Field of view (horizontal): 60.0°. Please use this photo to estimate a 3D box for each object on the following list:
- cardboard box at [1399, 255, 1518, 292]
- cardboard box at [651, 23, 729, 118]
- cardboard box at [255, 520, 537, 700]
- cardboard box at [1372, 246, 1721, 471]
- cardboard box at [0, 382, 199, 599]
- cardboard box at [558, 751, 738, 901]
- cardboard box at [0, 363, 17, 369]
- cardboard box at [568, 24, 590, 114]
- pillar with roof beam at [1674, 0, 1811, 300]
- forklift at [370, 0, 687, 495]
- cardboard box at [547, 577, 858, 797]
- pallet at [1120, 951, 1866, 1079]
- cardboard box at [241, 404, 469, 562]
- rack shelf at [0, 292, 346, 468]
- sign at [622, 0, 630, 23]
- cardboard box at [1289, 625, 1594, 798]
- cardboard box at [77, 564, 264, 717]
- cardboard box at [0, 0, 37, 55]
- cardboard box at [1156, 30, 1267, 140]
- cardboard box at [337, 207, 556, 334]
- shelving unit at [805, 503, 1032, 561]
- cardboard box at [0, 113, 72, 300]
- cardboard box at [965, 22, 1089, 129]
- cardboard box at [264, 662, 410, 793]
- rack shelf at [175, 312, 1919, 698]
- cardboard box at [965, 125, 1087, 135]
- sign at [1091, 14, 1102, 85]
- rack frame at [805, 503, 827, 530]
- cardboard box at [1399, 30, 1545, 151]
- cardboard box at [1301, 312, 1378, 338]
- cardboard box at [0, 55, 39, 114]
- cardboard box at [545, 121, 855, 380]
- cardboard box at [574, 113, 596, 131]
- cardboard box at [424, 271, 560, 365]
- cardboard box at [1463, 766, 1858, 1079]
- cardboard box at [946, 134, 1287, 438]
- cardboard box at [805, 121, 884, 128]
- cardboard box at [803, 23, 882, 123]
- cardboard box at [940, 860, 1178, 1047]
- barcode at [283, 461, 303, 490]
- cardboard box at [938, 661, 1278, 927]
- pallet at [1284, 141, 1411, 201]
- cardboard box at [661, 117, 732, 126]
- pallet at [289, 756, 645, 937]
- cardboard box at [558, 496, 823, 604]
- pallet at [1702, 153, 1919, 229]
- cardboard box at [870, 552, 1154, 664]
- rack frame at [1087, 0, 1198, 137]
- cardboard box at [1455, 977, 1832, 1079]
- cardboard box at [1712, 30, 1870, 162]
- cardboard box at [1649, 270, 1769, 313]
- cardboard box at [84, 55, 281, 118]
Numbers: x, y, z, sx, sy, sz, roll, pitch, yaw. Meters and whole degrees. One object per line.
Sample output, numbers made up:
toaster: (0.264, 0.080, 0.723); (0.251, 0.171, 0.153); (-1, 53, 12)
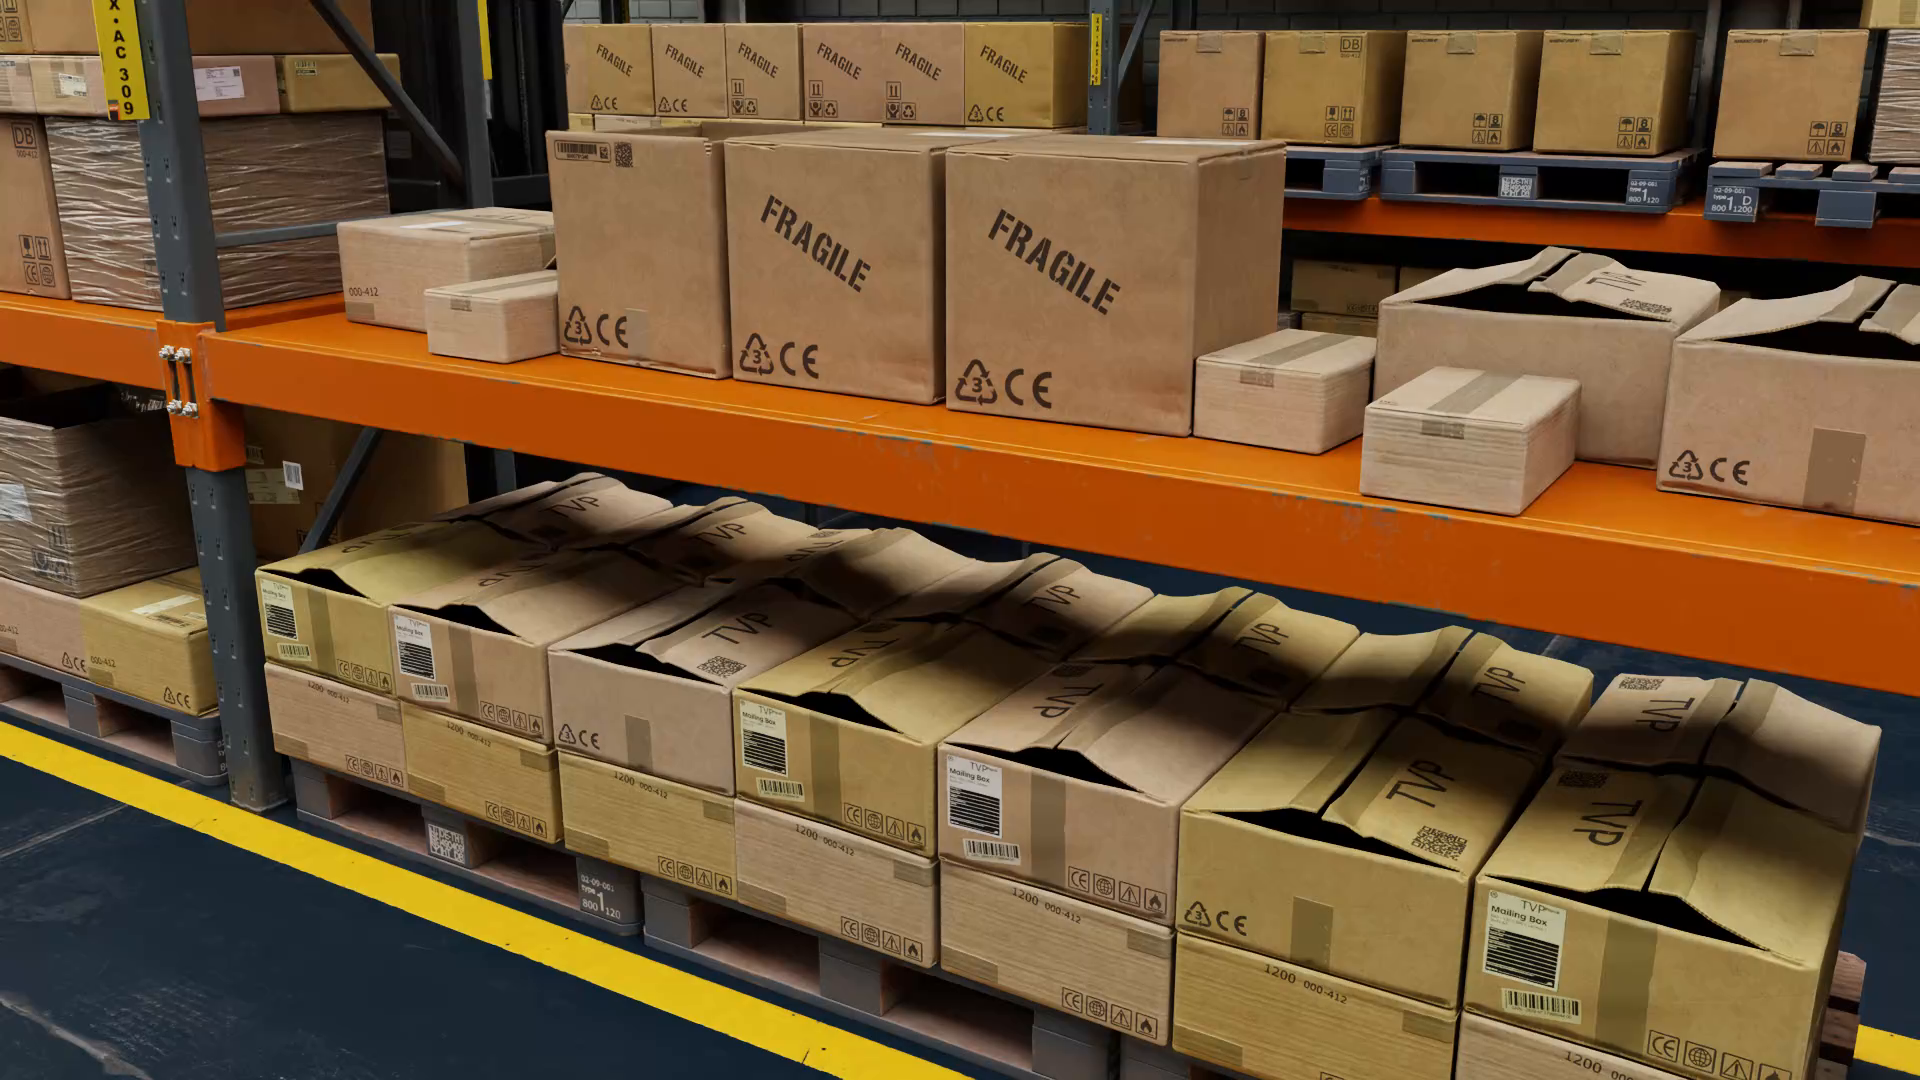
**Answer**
cardboard box: (2.386, -1.178, 7.851); (0.500, 0.250, 0.500); (9, 19, 28)
cardboard box: (-1.378, -2.657, 9.400); (0.500, 0.500, 0.500); (9, 19, 28)
cardboard box: (-1.439, 0.142, 4.297); (0.500, 0.311, 0.500); (10, 20, 30)
cardboard box: (1.086, -0.362, 3.065); (0.500, 0.311, 0.500); (10, 19, 29)
cardboard box: (-2.591, -0.168, 4.993); (0.500, 0.500, 0.500); (10, 20, 30)
cardboard box: (-0.570, 0.565, 3.870); (0.500, 0.250, 0.500); (9, 19, 28)
cardboard box: (-3.452, -0.316, 5.479); (0.500, 0.500, 0.500); (10, 20, 30)
cardboard box: (-2.231, -2.814, 9.919); (0.500, 0.500, 0.500); (10, 20, 30)
pillar with roof beam: (1.428, -3.664, 3.462); (0.400, 9.000, 9.100); (10, 20, 30)
forklift: (-2.593, -1.783, 7.709); (3.031, 2.935, 1.130); (9, 19, 28)
cardboard box: (-0.574, 0.298, 3.784); (0.500, 0.311, 0.500); (9, 19, 28)
pallet: (1.066, 0.979, 3.296); (1.213, 0.211, 1.003); (10, 20, 30)
cardboard box: (-1.893, -0.221, 5.167); (0.500, 0.500, 0.500); (10, 20, 30)
rack shelf: (-3.366, -0.789, 5.556); (4.000, 0.370, 1.077); (10, 20, 30)
sign: (-2.173, -3.505, 10.722); (0.005, 0.325, 0.100); (10, 20, 30)
cardboard box: (1.003, 0.396, 3.462); (0.500, 0.311, 0.500); (10, 19, 29)
cardboard box: (-2.171, 0.269, 4.842); (0.500, 0.250, 0.500); (10, 20, 30)
cardboard box: (-2.474, -1.640, 4.716); (0.500, 0.500, 0.700); (10, 20, 30)
cardboard box: (1.344, -2.229, 8.129); (0.500, 0.500, 0.700); (10, 20, 30)
cardboard box: (-1.219, -0.693, 4.260); (0.500, 0.250, 0.500); (12, 20, 33)
shelving unit: (-0.073, -0.731, 6.706); (1.048, 1.500, 0.538); (10, 20, 30)
cardboard box: (-2.496, -1.021, 4.911); (0.500, 0.500, 0.700); (10, 20, 29)
cardboard box: (0.363, -2.348, 8.385); (0.500, 0.500, 0.500); (10, 20, 30)
cardboard box: (-1.447, 0.408, 4.384); (0.500, 0.250, 0.500); (10, 19, 29)
rack shelf: (0.043, -0.181, 3.553); (4.000, 0.370, 1.077); (10, 20, 30)
cardboard box: (0.366, -1.991, 8.499); (0.500, 0.250, 0.500); (10, 20, 30)
sign: (0.651, -2.335, 7.918); (0.005, 0.325, 0.100); (10, 20, 30)
rack frame: (-0.506, -0.808, 6.960); (0.032, 1.500, 0.500); (10, 20, 30)
cardboard box: (2.394, -2.050, 7.539); (0.500, 0.500, 0.700); (13, 21, 38)
cardboard box: (2.031, -0.897, 8.217); (0.500, 0.500, 0.700); (10, 19, 29)
cardboard box: (-2.439, -1.253, 4.557); (0.250, 0.149, 0.380); (9, 19, 28)
cardboard box: (-0.566, -0.676, 3.773); (0.500, 0.500, 0.500); (12, 21, 34)
cardboard box: (-2.231, -2.450, 10.009); (0.500, 0.250, 0.500); (9, 19, 28)
cardboard box: (-1.013, -0.523, 3.876); (0.250, 0.149, 0.380); (10, 20, 30)
cardboard box: (1.172, 0.607, 2.765); (0.500, 0.311, 0.500); (11, 20, 31)
cardboard box: (0.309, -0.520, 3.259); (0.500, 0.500, 0.500); (9, 19, 27)
cardboard box: (-0.491, -2.142, 8.995); (0.500, 0.250, 0.500); (10, 20, 30)
cardboard box: (-0.488, -2.502, 8.891); (0.500, 0.500, 0.500); (9, 19, 28)
cardboard box: (0.303, 0.720, 3.359); (0.500, 0.250, 0.500); (11, 20, 31)
barcode: (-1.662, -0.161, 4.142); (0.075, 0.075, 0.001); (10, 20, 30)
cardboard box: (0.297, 0.452, 3.275); (0.500, 0.311, 0.500); (10, 20, 30)
pallet: (1.503, -1.812, 8.017); (1.213, 0.211, 1.003); (10, 20, 30)
cardboard box: (-1.350, -2.295, 9.501); (0.500, 0.250, 0.500); (10, 19, 29)
pallet: (-1.013, 0.608, 4.518); (1.213, 0.211, 1.003); (10, 20, 30)
cardboard box: (-0.720, 0.086, 4.482); (0.500, 0.311, 0.500); (11, 20, 32)
pallet: (3.674, -1.438, 6.785); (1.003, 0.211, 1.213); (10, 20, 30)
cardboard box: (0.131, 0.239, 3.976); (0.500, 0.311, 0.500); (10, 19, 29)
rack frame: (0.928, -2.056, 8.490); (0.127, 3.000, 1.000); (10, 20, 30)
cardboard box: (1.171, 0.874, 2.850); (0.500, 0.250, 0.500); (11, 20, 31)
cardboard box: (3.440, -1.854, 6.894); (0.500, 0.500, 0.700); (8, 19, 25)
cardboard box: (3.243, -1.020, 7.332); (0.500, 0.250, 0.500); (11, 20, 31)
cardboard box: (-2.005, -1.176, 4.302); (0.250, 0.149, 0.380); (10, 20, 30)
